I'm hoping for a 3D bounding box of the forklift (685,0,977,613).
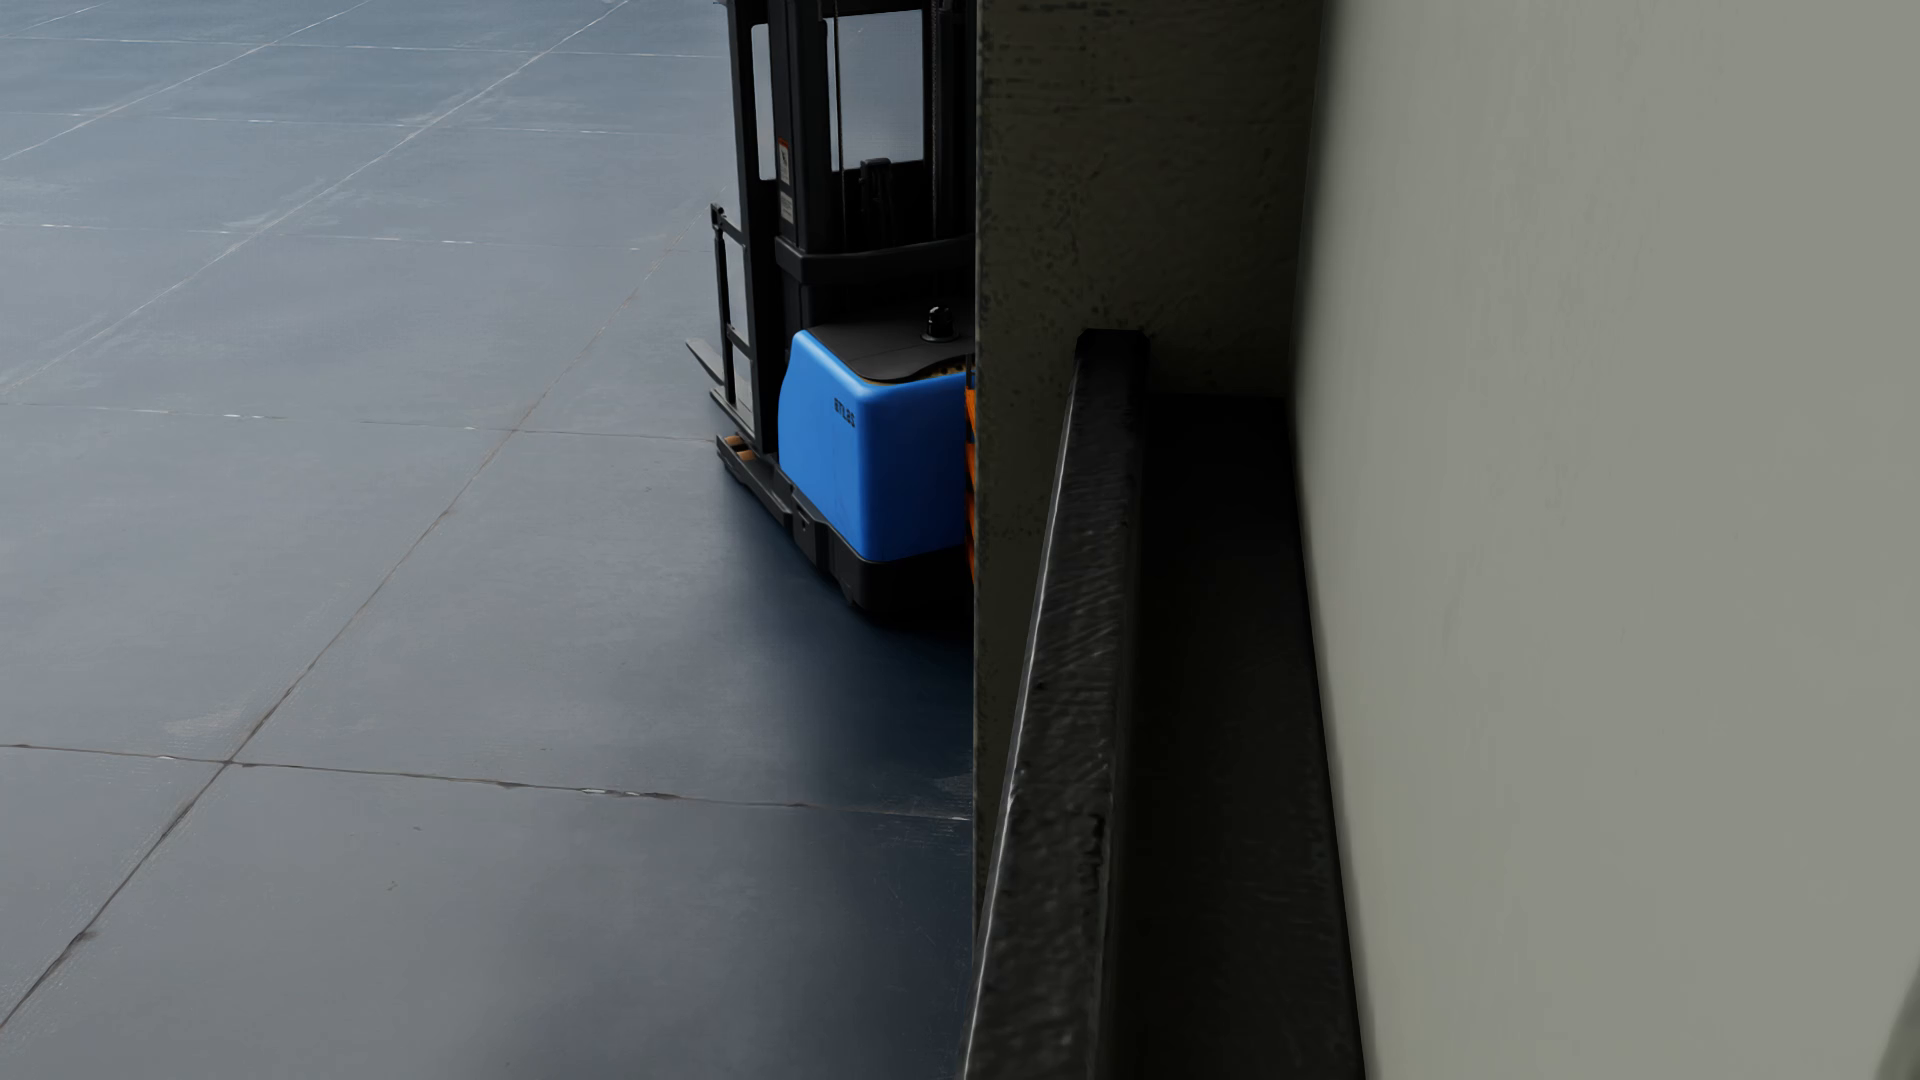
[{"bbox_3d":[-0.579,-1.654,7.730,1.130,2.935,3.031,-13,31,-23],"label":"forklift"}]

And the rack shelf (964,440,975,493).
[{"bbox_3d":[0.167,-0.234,6.590,0.258,0.148,0.480,-3,28,-5],"label":"rack shelf"}]

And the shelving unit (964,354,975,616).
[{"bbox_3d":[0.167,-0.096,6.664,0.258,1.200,0.503,-3,28,-5],"label":"shelving unit"}]

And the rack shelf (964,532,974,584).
[{"bbox_3d":[0.167,0.138,6.790,0.258,0.148,0.480,-3,28,-5],"label":"rack shelf"}]

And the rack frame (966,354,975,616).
[{"bbox_3d":[0.144,-0.212,6.878,0.240,1.200,0.015,-3,28,-5],"label":"rack frame"}]

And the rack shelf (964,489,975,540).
[{"bbox_3d":[0.167,-0.037,6.696,0.258,0.148,0.480,-3,28,-5],"label":"rack shelf"}]

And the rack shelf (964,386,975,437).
[{"bbox_3d":[0.167,-0.442,6.478,0.258,0.148,0.480,-3,28,-5],"label":"rack shelf"}]
